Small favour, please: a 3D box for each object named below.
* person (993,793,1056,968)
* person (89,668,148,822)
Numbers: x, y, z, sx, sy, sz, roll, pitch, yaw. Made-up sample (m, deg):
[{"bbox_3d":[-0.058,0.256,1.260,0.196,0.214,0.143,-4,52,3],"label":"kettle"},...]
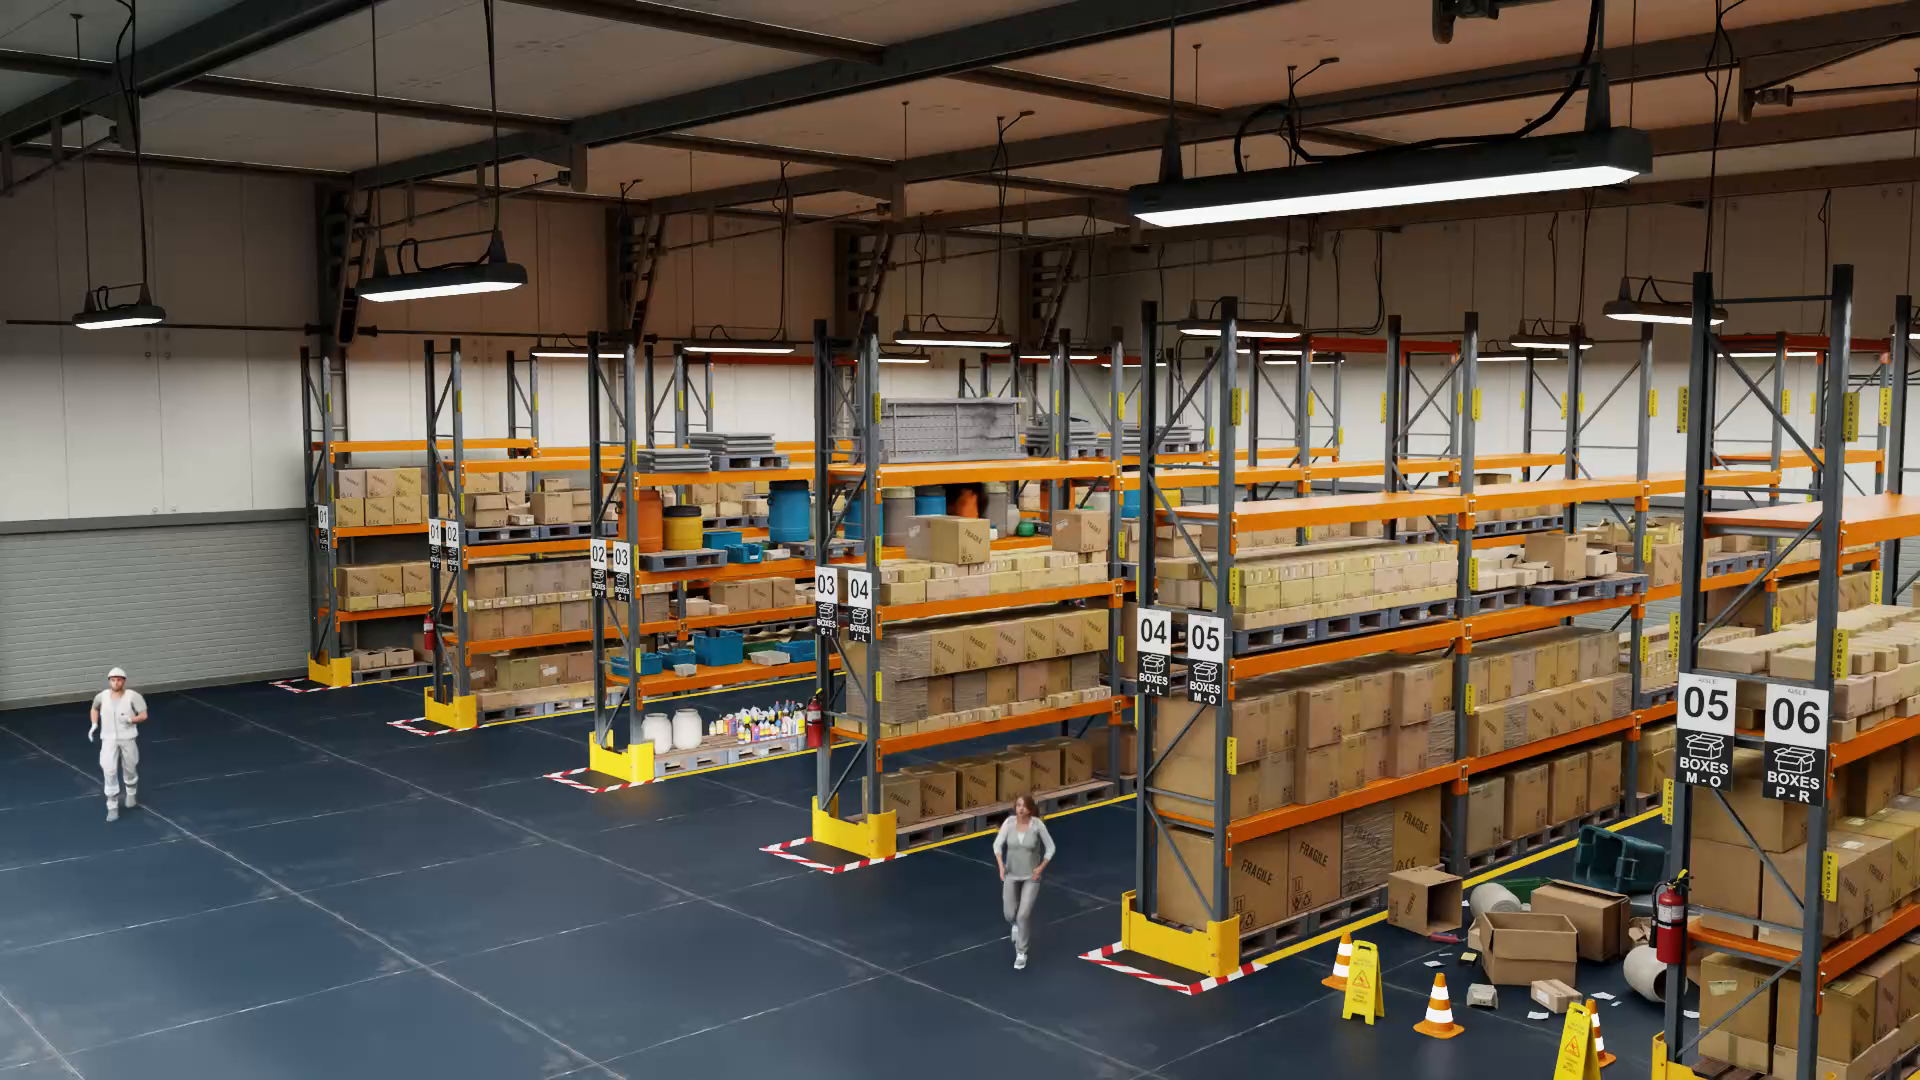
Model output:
[{"bbox_3d":[0.586,3.064,15.167,0.577,1.569,0.572,1,5,10],"label":"person"},{"bbox_3d":[-10.280,2.455,20.328,0.663,1.803,0.905,-2,5,-21],"label":"person"}]
